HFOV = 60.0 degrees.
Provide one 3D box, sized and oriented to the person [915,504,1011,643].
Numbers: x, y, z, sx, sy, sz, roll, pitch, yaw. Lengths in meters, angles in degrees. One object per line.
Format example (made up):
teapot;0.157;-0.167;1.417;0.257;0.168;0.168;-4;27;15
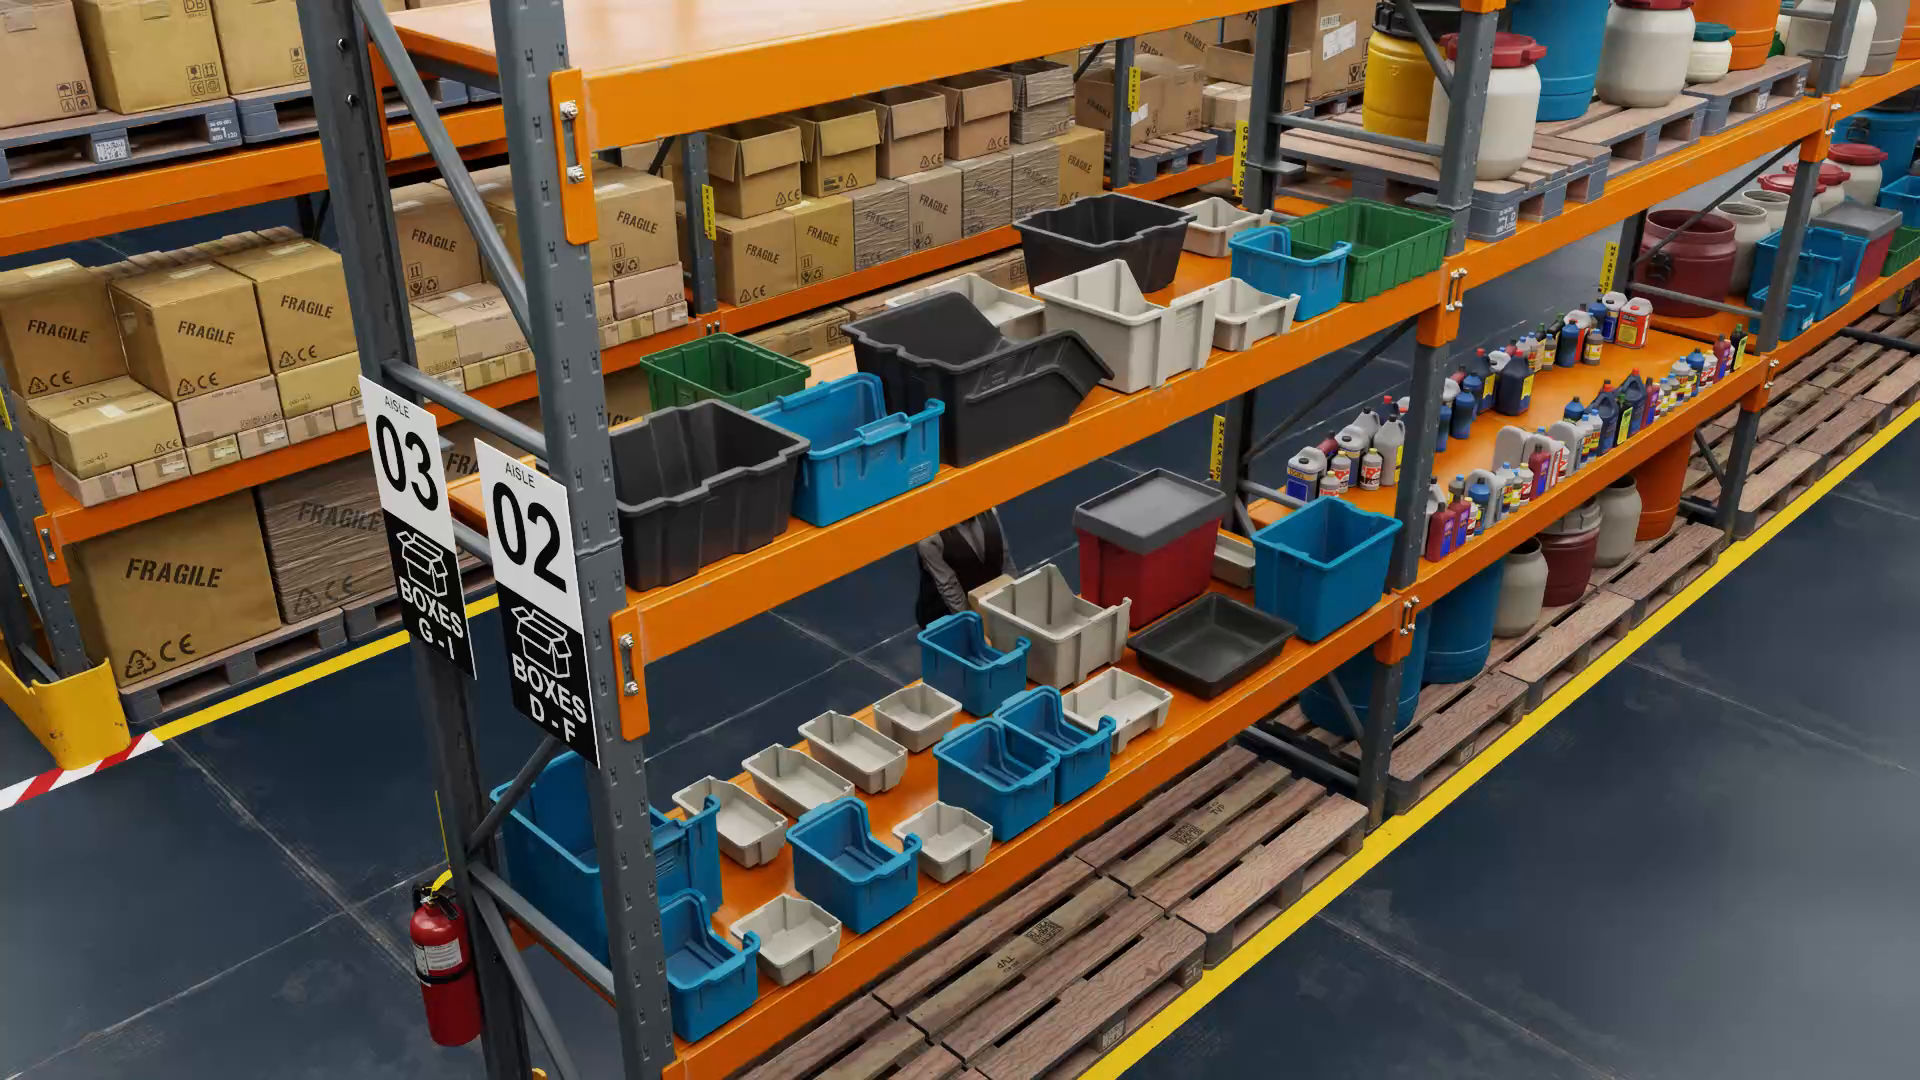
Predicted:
person;0.021;0.396;7.886;0.420;1.722;0.592;22;35;36
